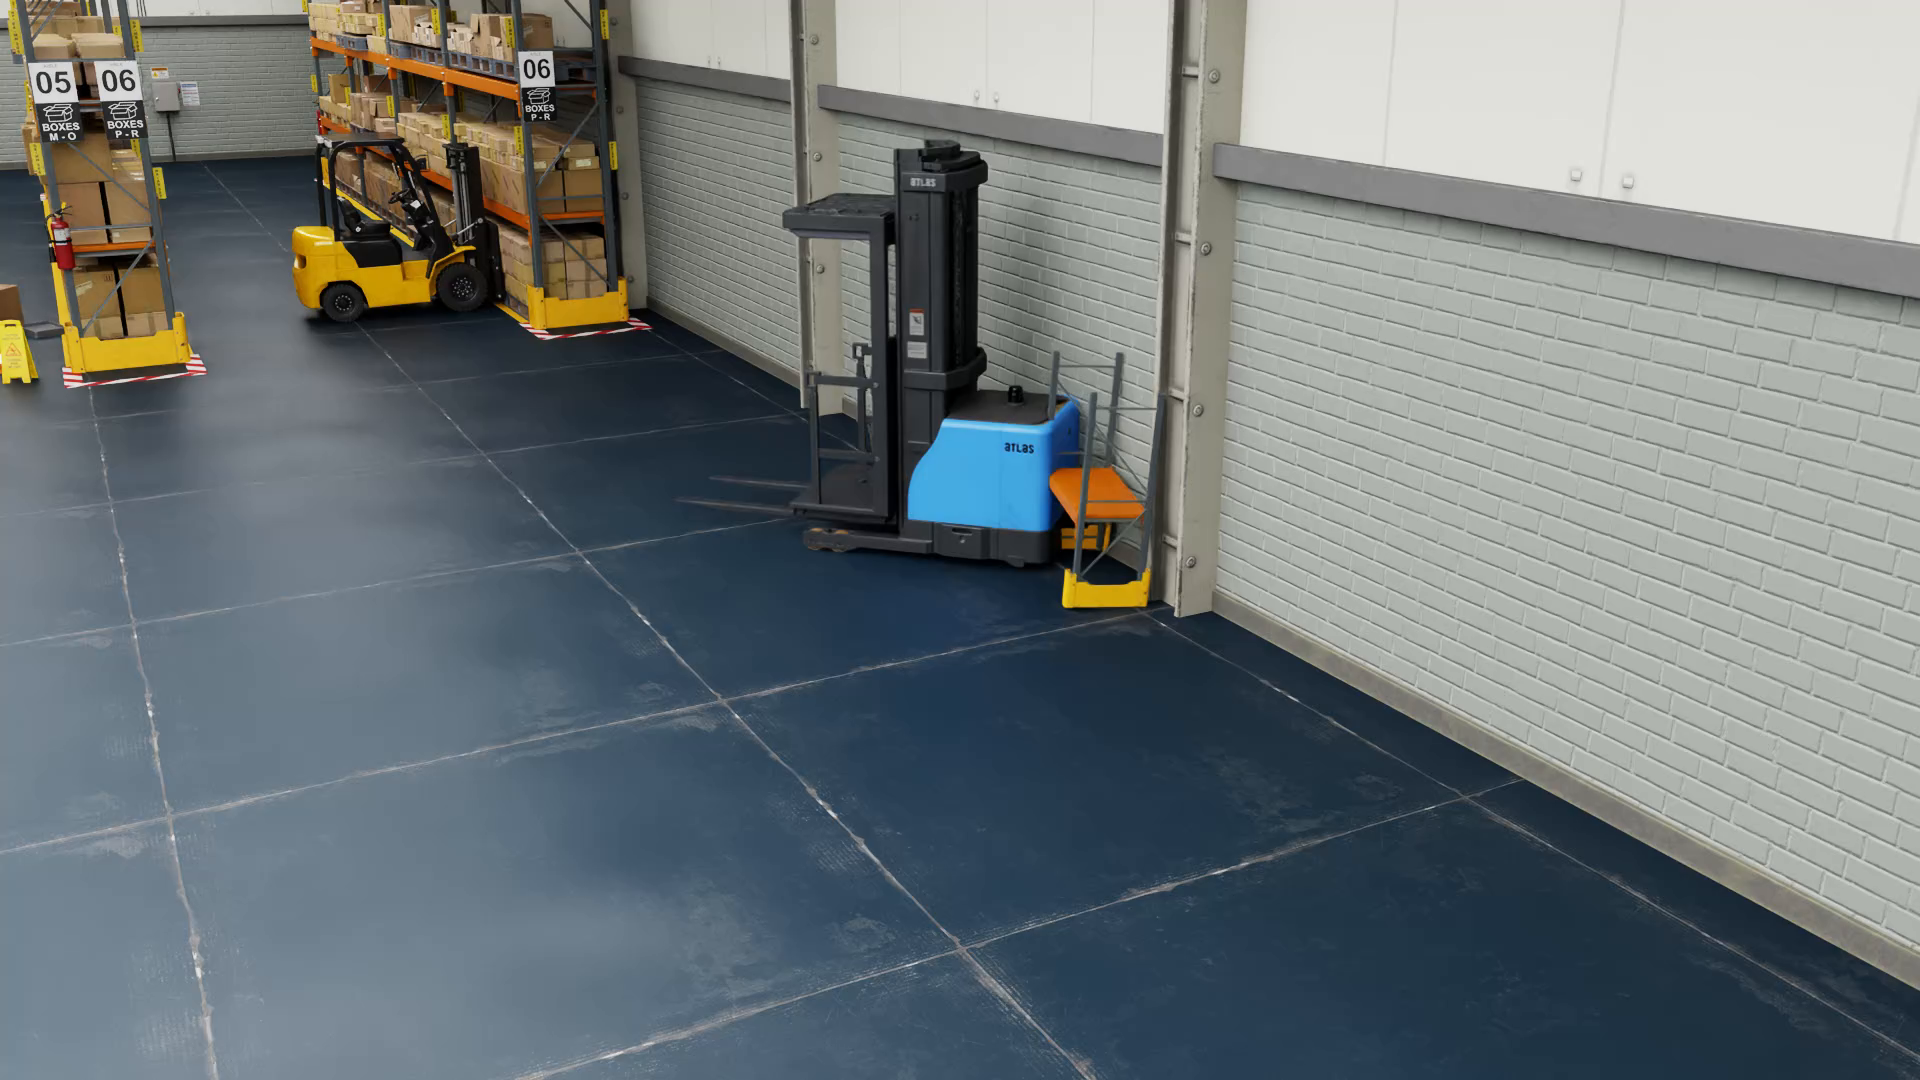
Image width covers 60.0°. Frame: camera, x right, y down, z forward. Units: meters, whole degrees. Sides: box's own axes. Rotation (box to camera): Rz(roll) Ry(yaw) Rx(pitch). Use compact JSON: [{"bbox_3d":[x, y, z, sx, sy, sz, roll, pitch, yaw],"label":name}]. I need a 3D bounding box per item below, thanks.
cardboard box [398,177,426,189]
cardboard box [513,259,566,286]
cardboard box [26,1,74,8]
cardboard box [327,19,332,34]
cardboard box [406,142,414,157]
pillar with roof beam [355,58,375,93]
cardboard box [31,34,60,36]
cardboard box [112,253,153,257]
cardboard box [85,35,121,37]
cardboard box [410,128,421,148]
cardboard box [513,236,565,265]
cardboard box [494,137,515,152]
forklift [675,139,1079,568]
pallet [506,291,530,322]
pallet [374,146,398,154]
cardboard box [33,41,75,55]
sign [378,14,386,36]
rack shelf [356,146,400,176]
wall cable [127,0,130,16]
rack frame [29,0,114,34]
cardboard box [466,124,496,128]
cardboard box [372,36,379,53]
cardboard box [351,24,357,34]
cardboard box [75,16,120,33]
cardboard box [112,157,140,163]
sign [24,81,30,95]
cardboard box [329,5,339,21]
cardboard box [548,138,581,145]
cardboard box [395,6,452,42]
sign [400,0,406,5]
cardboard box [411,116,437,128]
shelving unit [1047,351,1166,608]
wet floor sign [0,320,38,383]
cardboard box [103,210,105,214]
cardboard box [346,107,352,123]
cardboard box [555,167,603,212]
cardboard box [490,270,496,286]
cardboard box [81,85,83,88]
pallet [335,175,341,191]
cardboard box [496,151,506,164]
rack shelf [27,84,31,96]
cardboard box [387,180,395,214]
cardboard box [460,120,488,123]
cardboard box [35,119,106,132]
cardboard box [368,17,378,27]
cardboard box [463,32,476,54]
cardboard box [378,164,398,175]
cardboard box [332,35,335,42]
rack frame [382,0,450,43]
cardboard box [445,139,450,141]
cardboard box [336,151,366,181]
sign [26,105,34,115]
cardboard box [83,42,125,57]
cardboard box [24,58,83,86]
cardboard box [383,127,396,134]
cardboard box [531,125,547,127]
[{"bbox_3d":[-8.915,-5.807,27.055,0.380,0.149,0.250,-11,22,-29],"label":"cardboard box"},{"bbox_3d":[-5.165,-3.311,20.432,0.500,0.250,0.500,-10,22,-27],"label":"cardboard box"},{"bbox_3d":[-15.392,-8.854,28.137,0.797,0.503,0.637,-8,21,-22],"label":"cardboard box"},{"bbox_3d":[-11.296,-9.413,30.487,0.500,0.250,0.500,-9,21,-26],"label":"cardboard box"},{"bbox_3d":[-8.227,-5.999,25.649,0.500,0.250,0.500,-10,22,-28],"label":"cardboard box"},{"bbox_3d":[-16.532,-11.760,32.916,9.100,9.000,0.400,-10,21,-27],"label":"pillar with roof beam"},{"bbox_3d":[-10.913,-5.928,19.775,0.380,0.149,0.250,-9,21,-25],"label":"cardboard box"},{"bbox_3d":[-9.660,-3.143,19.564,0.500,0.500,0.500,-10,21,-26],"label":"cardboard box"},{"bbox_3d":[-10.107,-5.876,19.626,0.380,0.149,0.250,-9,21,-25],"label":"cardboard box"},{"bbox_3d":[-7.992,-6.084,25.128,0.500,0.250,0.500,-11,22,-28],"label":"cardboard box"},{"bbox_3d":[-5.152,-3.539,20.329,0.500,0.250,0.500,-9,21,-25],"label":"cardboard box"},{"bbox_3d":[-5.581,-4.926,20.706,0.380,0.149,0.250,-9,21,-25],"label":"cardboard box"},{"bbox_3d":[-0.662,-1.446,12.329,3.031,2.935,1.130,6,20,16],"label":"forklift"},{"bbox_3d":[-5.058,-2.979,20.941,1.003,0.211,1.213,-10,21,-27],"label":"pallet"},{"bbox_3d":[-8.841,-6.474,27.088,1.213,0.211,1.003,-10,21,-27],"label":"pallet"},{"bbox_3d":[-9.856,-5.344,18.085,0.380,0.149,0.250,-10,21,-27],"label":"cardboard box"},{"bbox_3d":[-8.936,-7.960,25.709,0.100,0.325,0.005,-10,21,-27],"label":"sign"},{"bbox_3d":[-9.407,-6.615,28.306,1.077,0.370,4.000,-10,21,-27],"label":"rack shelf"},{"bbox_3d":[-18.909,-12.448,34.911,2.355,3.000,0.029,-10,21,-27],"label":"wall cable"},{"bbox_3d":[-10.924,-7.298,19.987,1.000,3.000,0.127,-10,21,-27],"label":"rack frame"},{"bbox_3d":[-6.448,-5.531,22.458,0.380,0.149,0.250,-10,21,-26],"label":"cardboard box"},{"bbox_3d":[-9.154,-7.982,26.795,0.500,0.250,0.500,-10,21,-26],"label":"cardboard box"},{"bbox_3d":[-9.965,-8.560,27.828,0.380,0.149,0.250,-9,21,-25],"label":"cardboard box"},{"bbox_3d":[-11.095,-6.616,21.427,0.500,0.250,0.500,-10,22,-28],"label":"cardboard box"},{"bbox_3d":[-9.994,-4.266,19.788,0.500,0.500,0.500,-9,21,-25],"label":"cardboard box"},{"bbox_3d":[-17.114,-8.270,30.550,0.100,0.325,0.005,-10,21,-27],"label":"sign"},{"bbox_3d":[-11.057,-9.505,29.987,0.500,0.250,0.500,-10,22,-28],"label":"cardboard box"},{"bbox_3d":[-4.862,-4.862,20.520,0.380,0.149,0.250,-10,21,-26],"label":"cardboard box"},{"bbox_3d":[-8.000,-7.717,24.847,0.700,0.500,0.500,-10,22,-28],"label":"cardboard box"},{"bbox_3d":[-9.870,-9.465,29.466,0.100,0.325,0.005,-10,21,-27],"label":"sign"},{"bbox_3d":[-8.157,-6.378,25.369,0.380,0.149,0.250,-10,21,-26],"label":"cardboard box"},{"bbox_3d":[0.942,-0.440,11.491,0.587,1.500,1.083,0,21,-11],"label":"shelving unit"},{"bbox_3d":[-9.877,-1.981,17.383,0.267,0.644,0.232,-3,19,-8],"label":"wet floor sign"},{"bbox_3d":[-10.218,-4.068,20.206,0.380,0.149,0.250,-10,22,-27],"label":"cardboard box"},{"bbox_3d":[-10.813,-7.707,30.142,0.500,0.250,0.500,-9,21,-25],"label":"cardboard box"},{"bbox_3d":[-4.649,-4.317,20.389,0.500,0.500,0.500,-9,21,-25],"label":"cardboard box"},{"bbox_3d":[-5.883,-3.504,21.758,0.500,0.250,0.500,-9,21,-25],"label":"cardboard box"},{"bbox_3d":[-9.981,-5.333,19.275,0.380,0.149,0.250,-9,21,-25],"label":"cardboard box"},{"bbox_3d":[-11.841,-7.108,32.909,1.003,0.211,1.213,-10,21,-27],"label":"pallet"},{"bbox_3d":[-5.563,-4.789,20.764,0.380,0.149,0.250,-11,22,-28],"label":"cardboard box"},{"bbox_3d":[-11.874,-6.115,22.257,1.077,0.370,4.000,-10,21,-27],"label":"rack shelf"},{"bbox_3d":[-9.327,-5.781,27.974,0.500,0.500,0.500,-9,21,-24],"label":"cardboard box"},{"bbox_3d":[-7.219,-6.165,24.753,0.380,0.149,0.250,-10,21,-26],"label":"cardboard box"},{"bbox_3d":[-10.141,-4.529,19.017,0.700,0.500,0.500,-10,21,-27],"label":"cardboard box"},{"bbox_3d":[-9.375,-8.410,26.970,0.380,0.149,0.250,-11,22,-28],"label":"cardboard box"},{"bbox_3d":[-6.120,-6.360,21.273,0.396,0.266,0.258,-11,22,-28],"label":"cardboard box"},{"bbox_3d":[-9.861,-6.415,28.817,0.380,0.149,0.250,-10,21,-27],"label":"cardboard box"},{"bbox_3d":[-11.360,-9.259,30.651,0.380,0.149,0.250,-10,21,-26],"label":"cardboard box"},{"bbox_3d":[-8.457,-9.217,25.546,1.000,3.000,0.127,-10,21,-27],"label":"rack frame"},{"bbox_3d":[-7.054,-5.721,23.466,0.380,0.149,0.250,-10,22,-27],"label":"cardboard box"},{"bbox_3d":[-11.678,-7.252,32.239,0.700,0.500,0.500,-9,21,-24],"label":"cardboard box"},{"bbox_3d":[-13.311,-6.071,23.852,0.100,0.325,0.005,-10,21,-27],"label":"sign"},{"bbox_3d":[-9.212,-5.275,17.885,0.380,0.149,0.250,-10,21,-27],"label":"cardboard box"},{"bbox_3d":[-9.505,-4.907,17.429,0.500,0.250,0.500,-10,22,-27],"label":"cardboard box"},{"bbox_3d":[-9.107,-6.590,26.871,0.380,0.149,0.250,-10,21,-26],"label":"cardboard box"},{"bbox_3d":[-5.746,-5.468,22.274,0.380,0.149,0.250,-10,22,-28],"label":"cardboard box"}]
